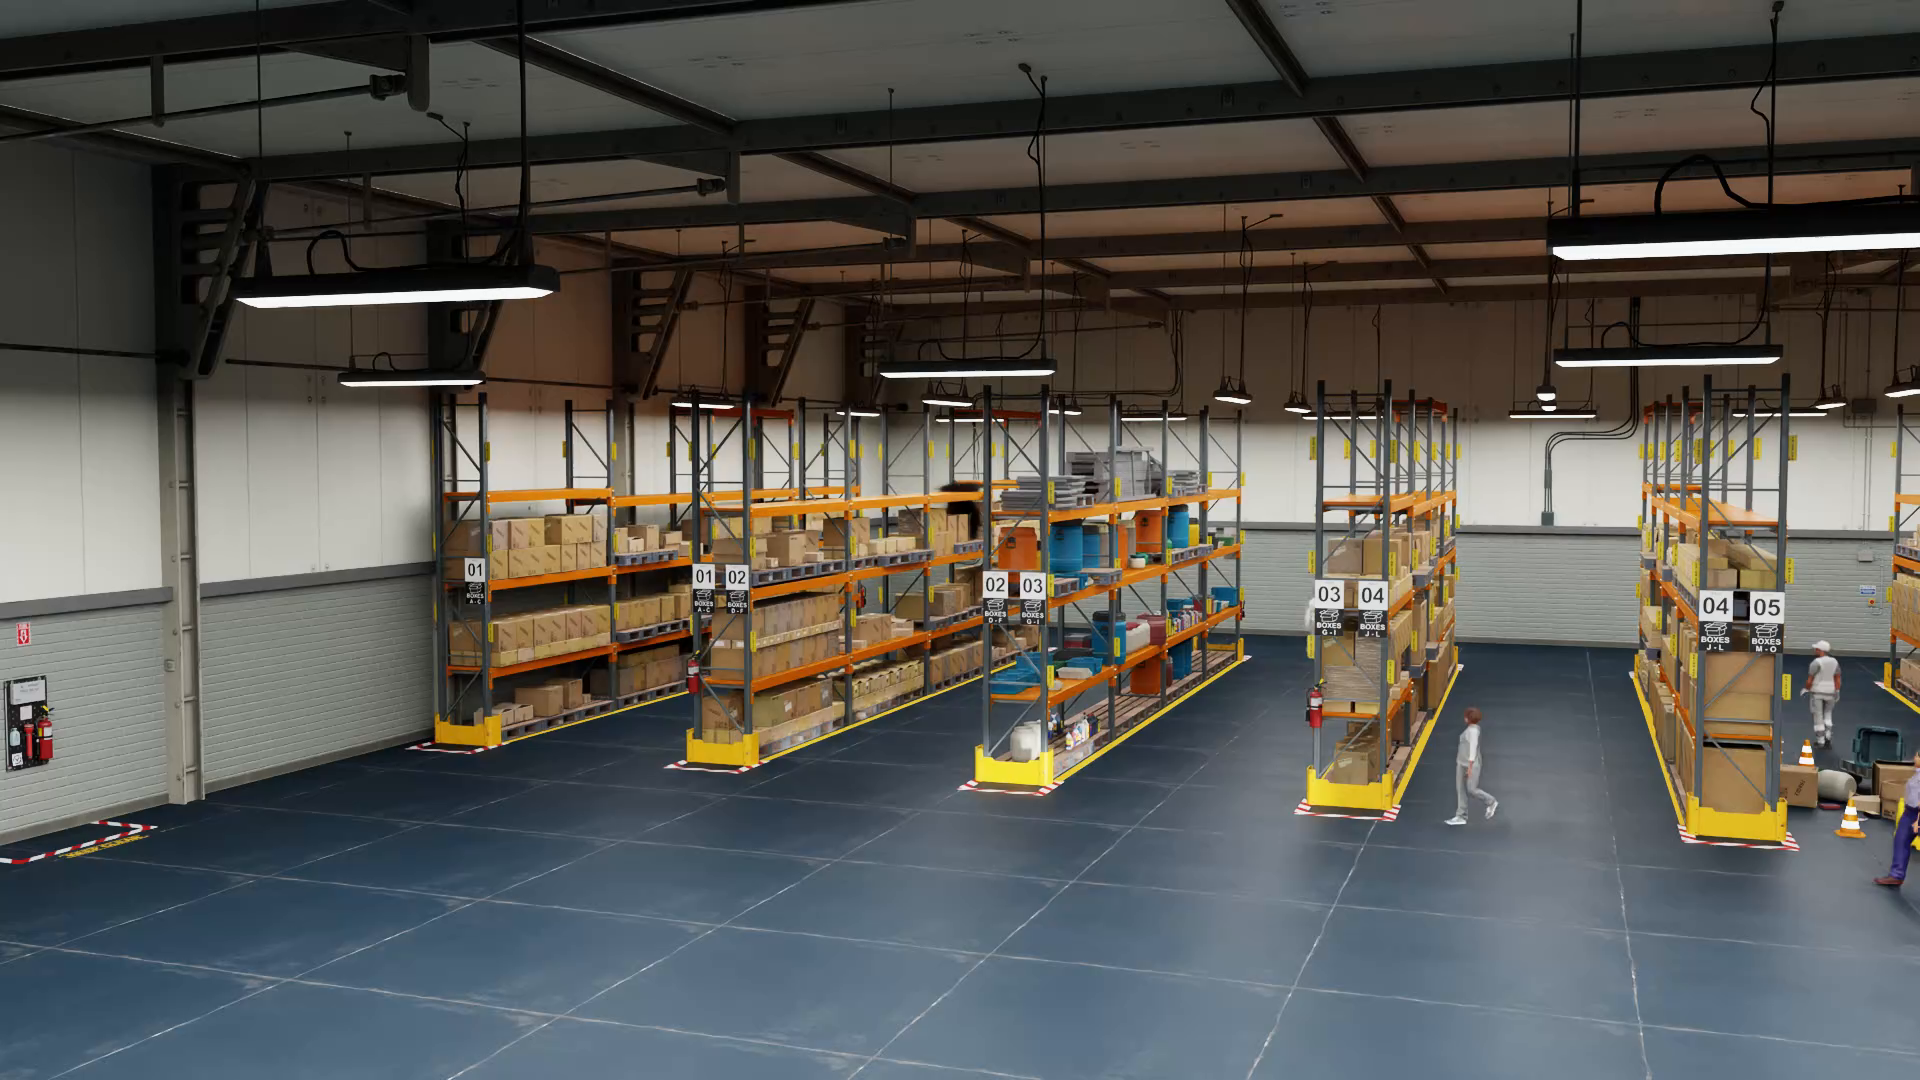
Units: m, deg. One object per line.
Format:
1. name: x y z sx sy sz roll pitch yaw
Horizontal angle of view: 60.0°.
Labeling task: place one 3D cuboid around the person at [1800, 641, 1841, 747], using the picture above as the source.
1. person: 14.538 2.608 28.078 0.615 1.816 0.542 1 3 14

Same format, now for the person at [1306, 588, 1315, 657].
1. person: 8.722 2.004 40.604 0.529 1.698 0.508 1 3 16

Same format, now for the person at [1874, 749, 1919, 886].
1. person: 11.047 3.177 19.038 0.927 1.615 0.468 0 3 -2

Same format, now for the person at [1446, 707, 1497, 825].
1. person: 6.862 3.017 22.243 0.657 1.585 0.406 -1 3 -25
